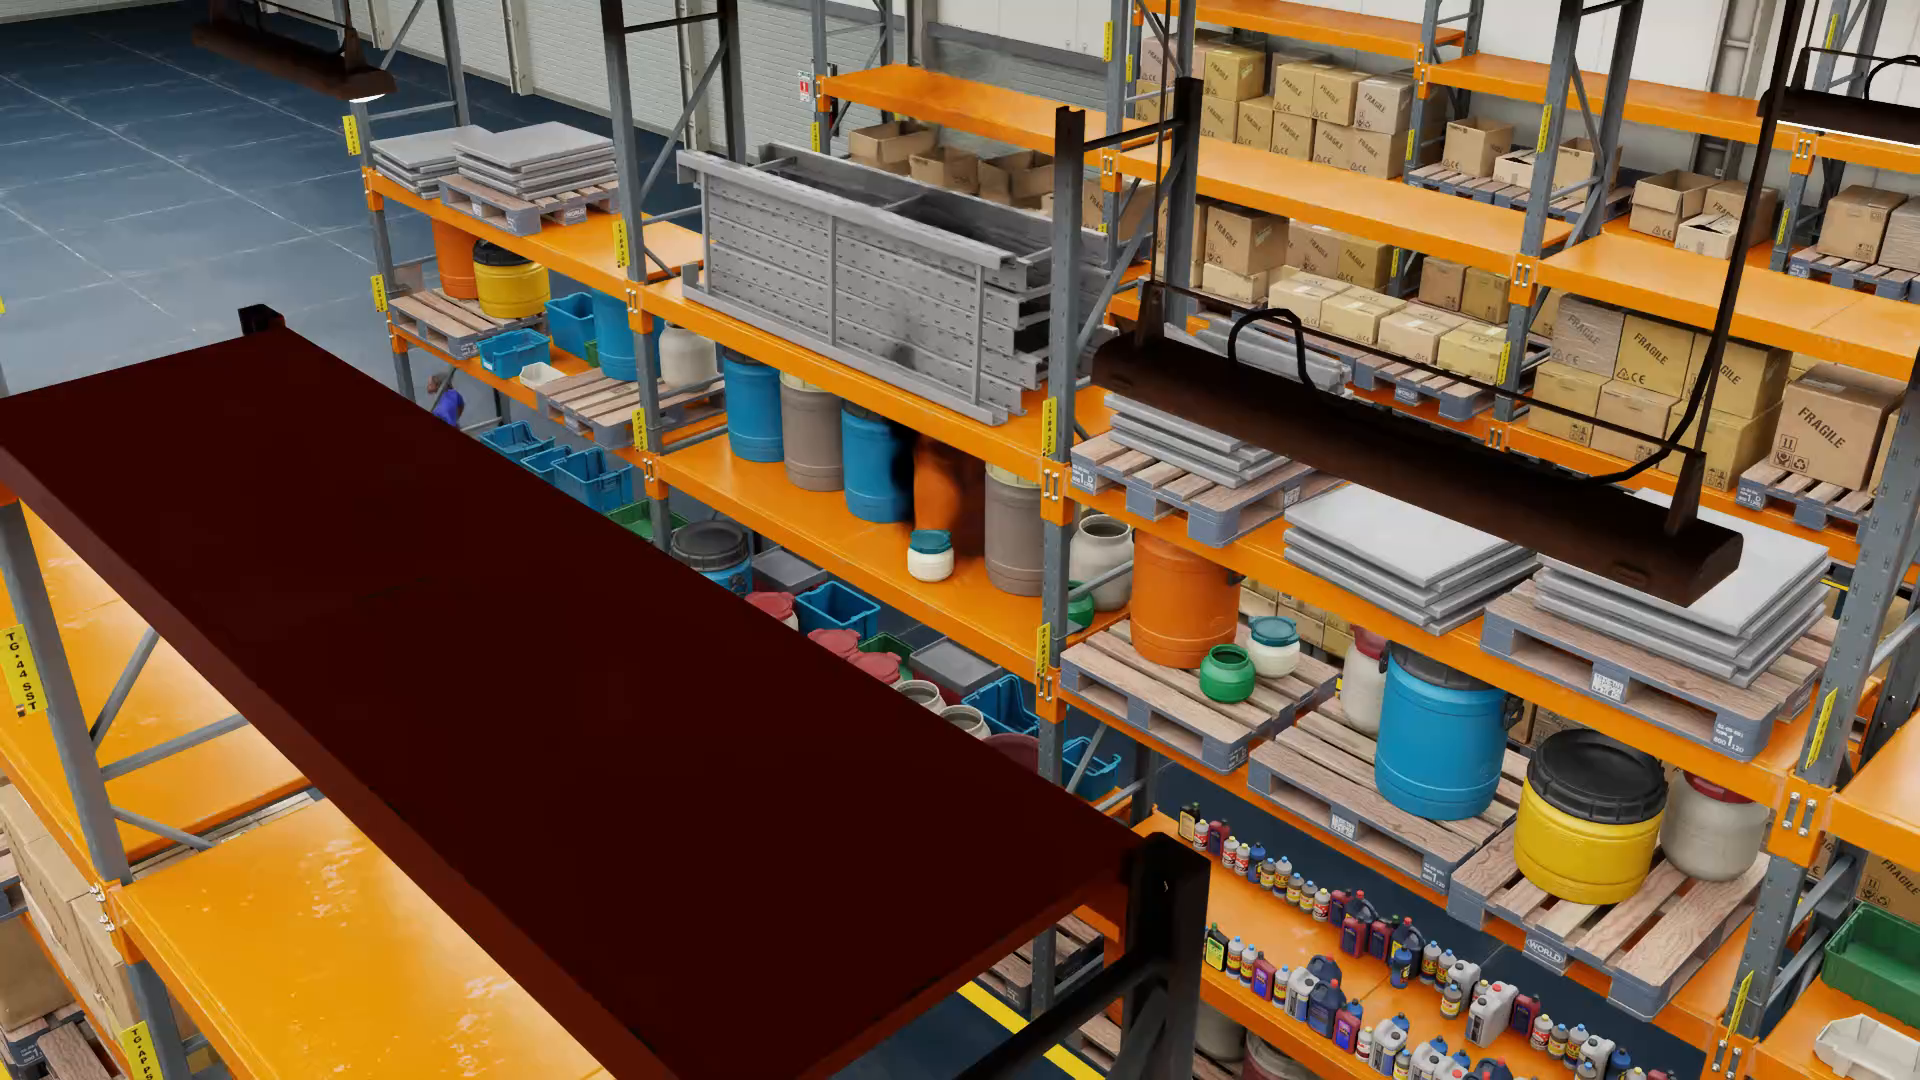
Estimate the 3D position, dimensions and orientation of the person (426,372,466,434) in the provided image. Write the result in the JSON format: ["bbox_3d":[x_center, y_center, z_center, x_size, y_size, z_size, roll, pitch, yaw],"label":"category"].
[{"bbox_3d":[-5.169,-0.997,17.045,0.581,1.588,0.654,-2,28,-4],"label":"person"}]
